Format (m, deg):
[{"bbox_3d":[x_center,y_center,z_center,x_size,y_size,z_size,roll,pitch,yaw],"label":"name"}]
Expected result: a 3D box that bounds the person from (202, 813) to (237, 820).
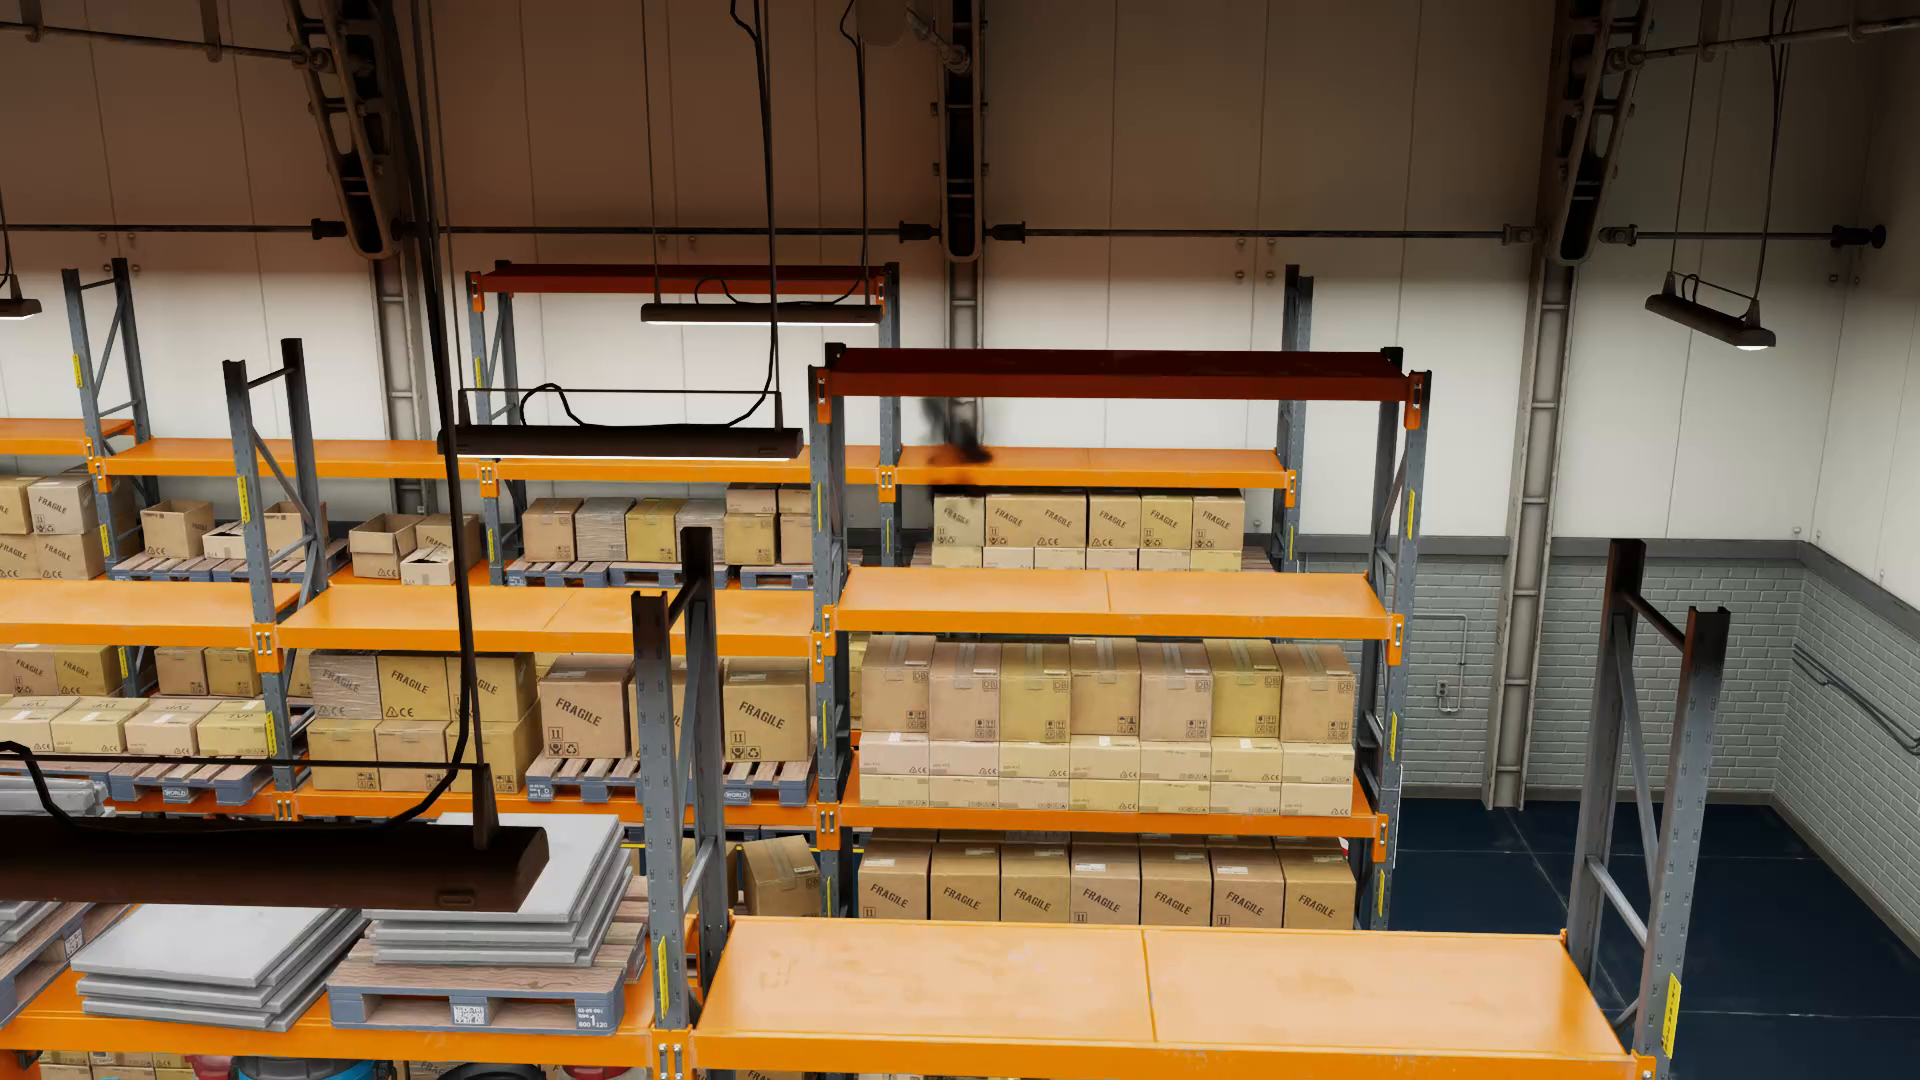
[{"bbox_3d":[-6.626,3.069,14.954,0.969,1.655,0.564,-1,16,-3],"label":"person"}]
